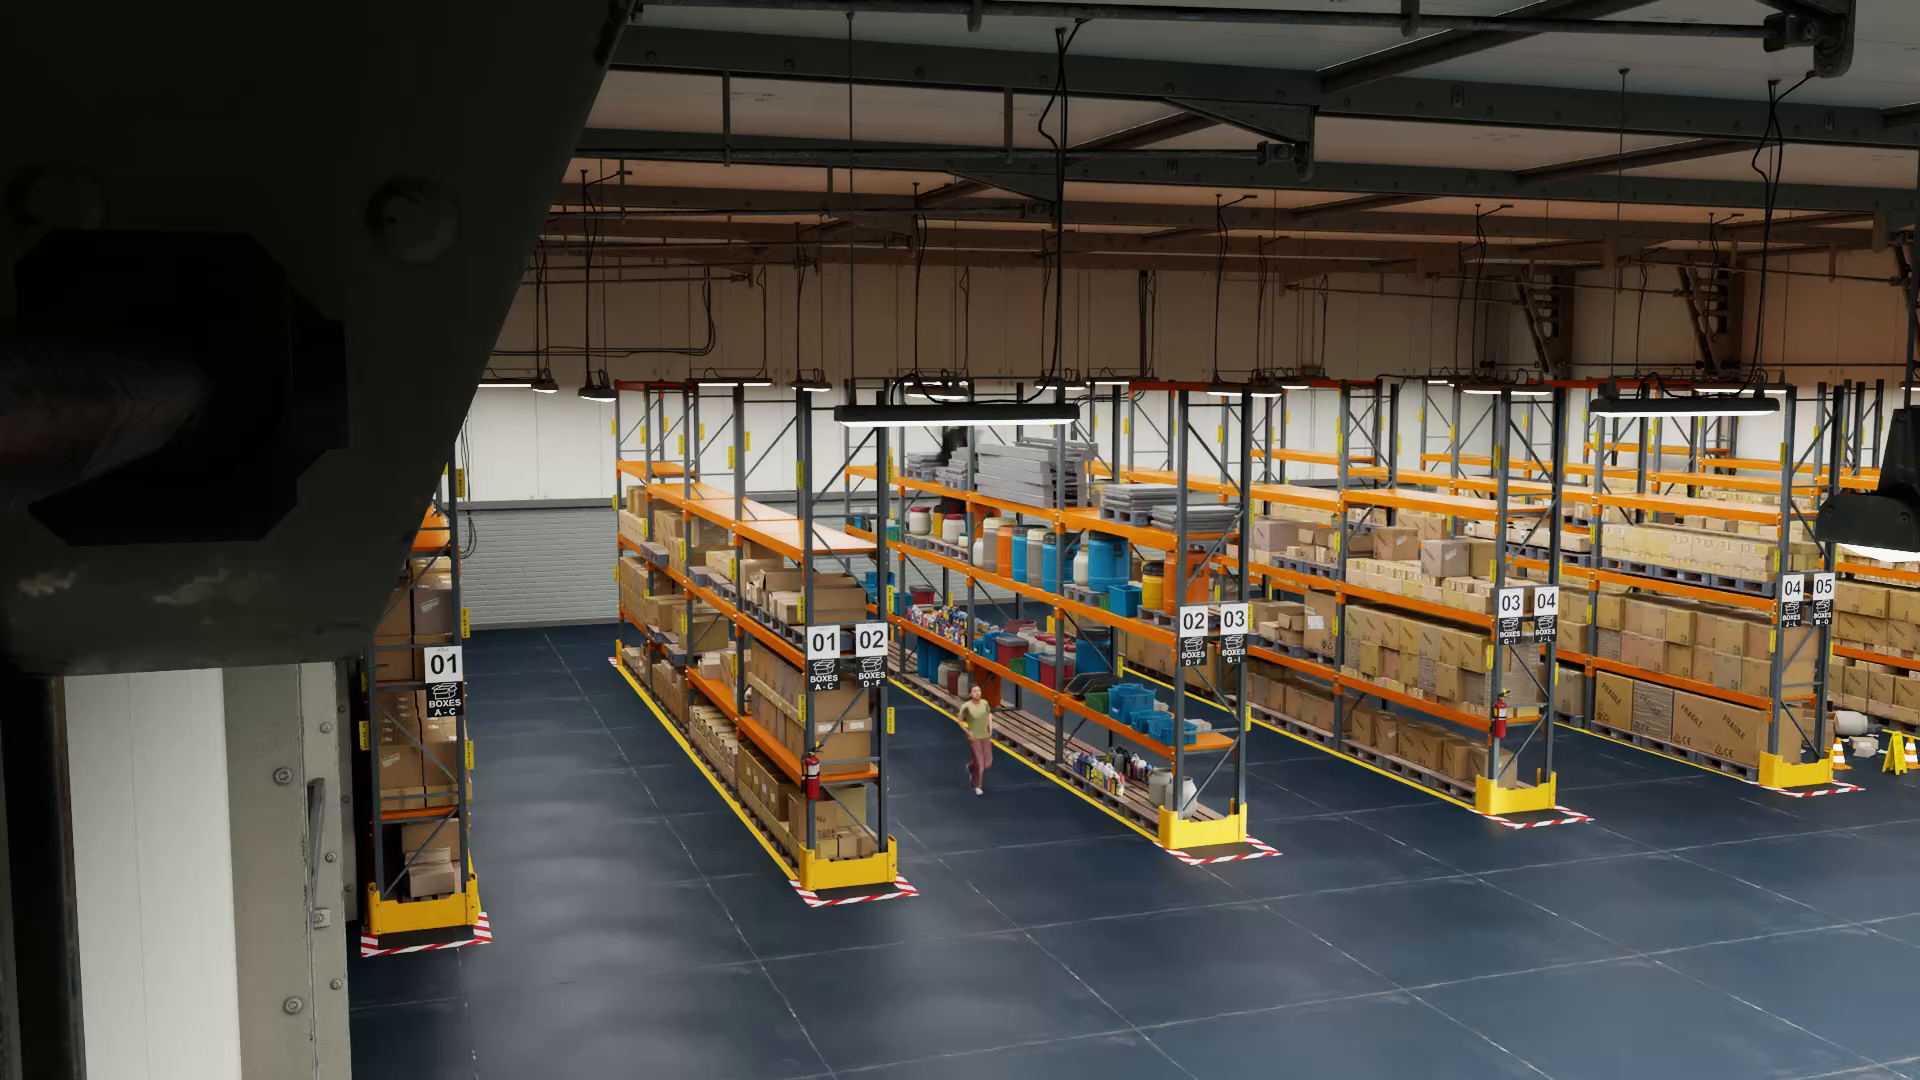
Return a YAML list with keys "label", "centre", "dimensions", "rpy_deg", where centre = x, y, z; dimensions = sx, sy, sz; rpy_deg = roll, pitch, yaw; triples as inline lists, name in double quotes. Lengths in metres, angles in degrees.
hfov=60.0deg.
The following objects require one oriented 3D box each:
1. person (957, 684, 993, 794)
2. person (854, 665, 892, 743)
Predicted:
- label: "person"
  centre: [0.237, 2.928, 24.623]
  dimensions: [0.580, 1.635, 0.547]
  rpy_deg: [-3, 7, -26]
- label: "person"
  centre: [-1.455, 2.477, 28.022]
  dimensions: [0.708, 1.770, 1.064]
  rpy_deg: [-3, 7, -30]
